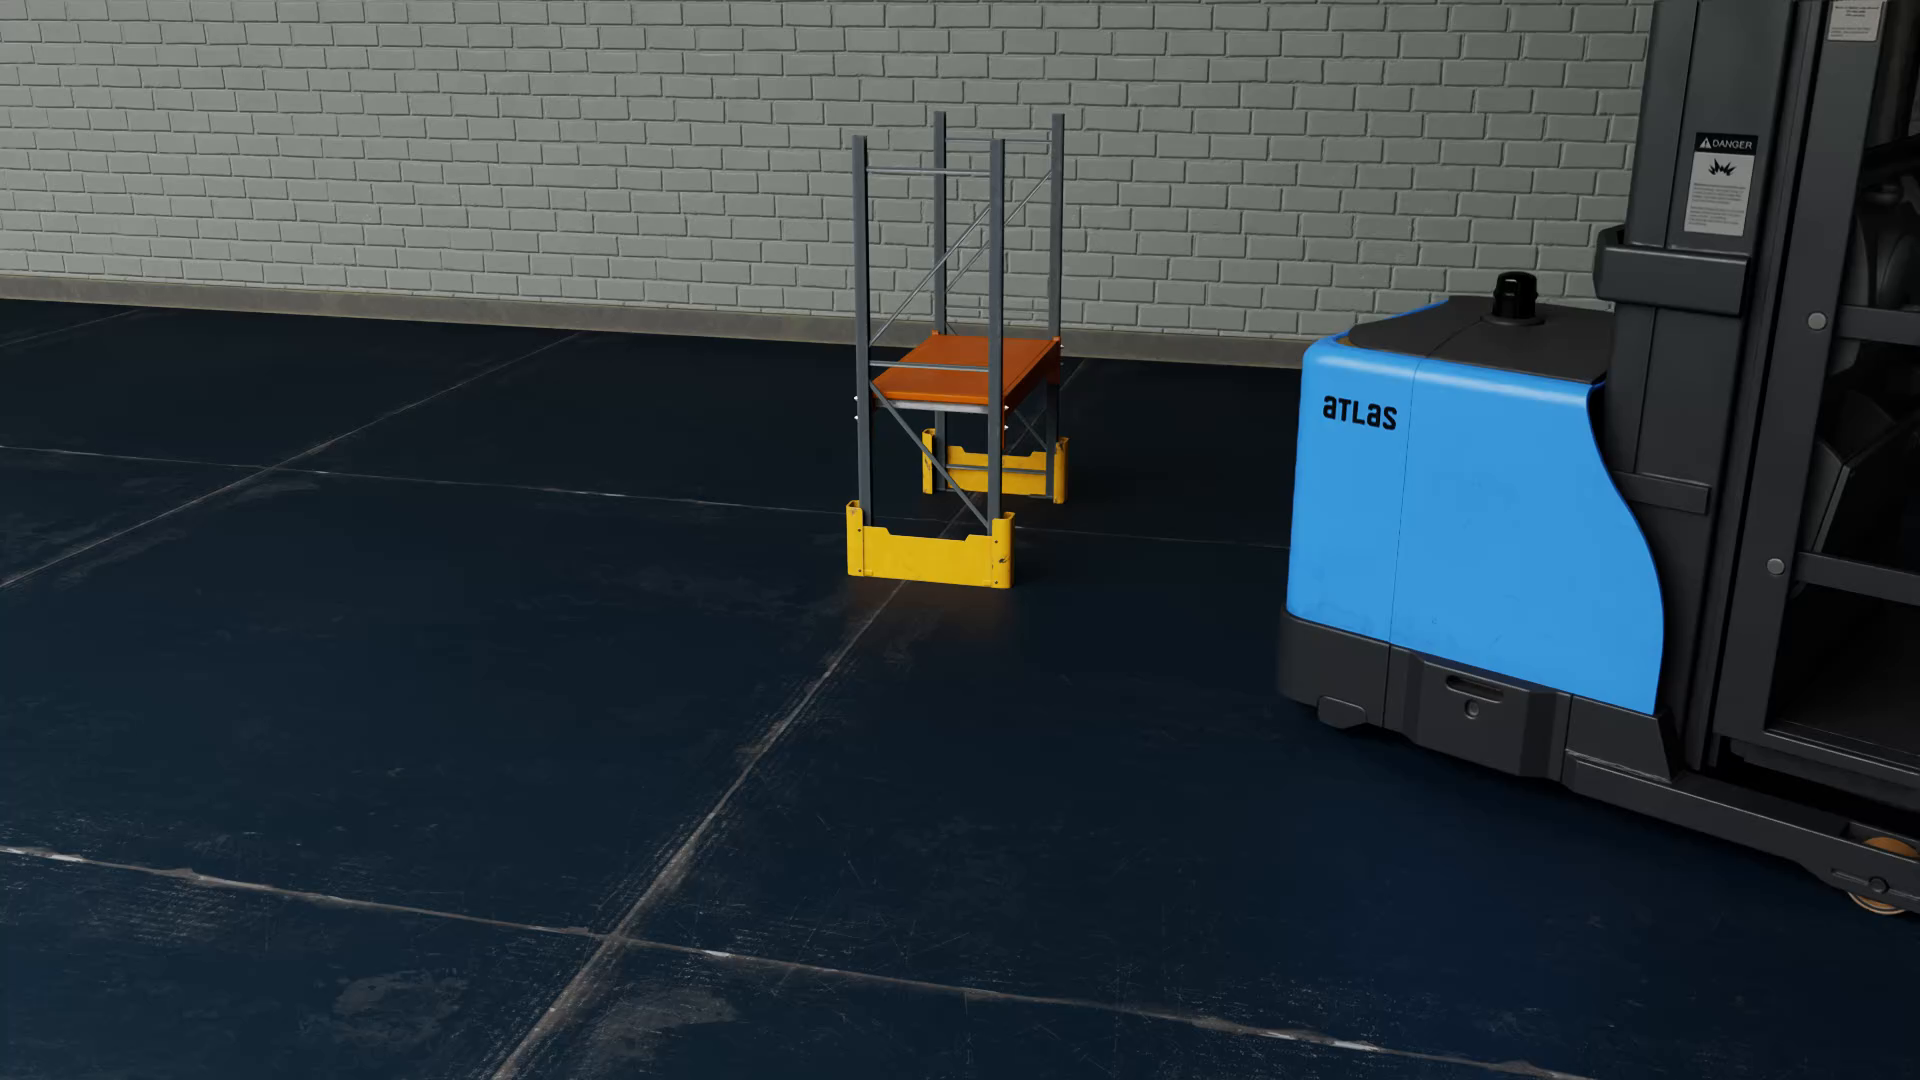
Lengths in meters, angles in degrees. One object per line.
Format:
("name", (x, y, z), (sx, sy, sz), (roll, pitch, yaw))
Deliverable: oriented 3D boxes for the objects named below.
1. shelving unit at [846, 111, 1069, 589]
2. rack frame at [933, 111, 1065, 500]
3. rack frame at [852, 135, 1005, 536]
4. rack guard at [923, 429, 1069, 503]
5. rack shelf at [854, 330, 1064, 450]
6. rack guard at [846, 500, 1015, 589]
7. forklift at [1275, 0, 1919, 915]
("shelving unit", (0.019, -0.734, 6.015), (0.587, 1.500, 1.083), (5, 19, 13))
("rack frame", (0.145, -0.896, 6.490), (0.500, 1.500, 0.032), (5, 19, 13))
("rack frame", (-0.103, -0.577, 5.557), (0.500, 1.500, 0.032), (5, 19, 13))
("rack guard", (0.140, -0.298, 6.674), (0.587, 0.250, 0.087), (5, 19, 13))
("rack shelf", (0.021, -0.566, 6.082), (0.538, 0.185, 1.000), (5, 19, 13))
("rack guard", (-0.103, 0.014, 5.760), (0.587, 0.250, 0.087), (5, 19, 13))
("forklift", (2.340, -0.699, 3.699), (3.031, 2.935, 1.130), (16, 24, 38))
